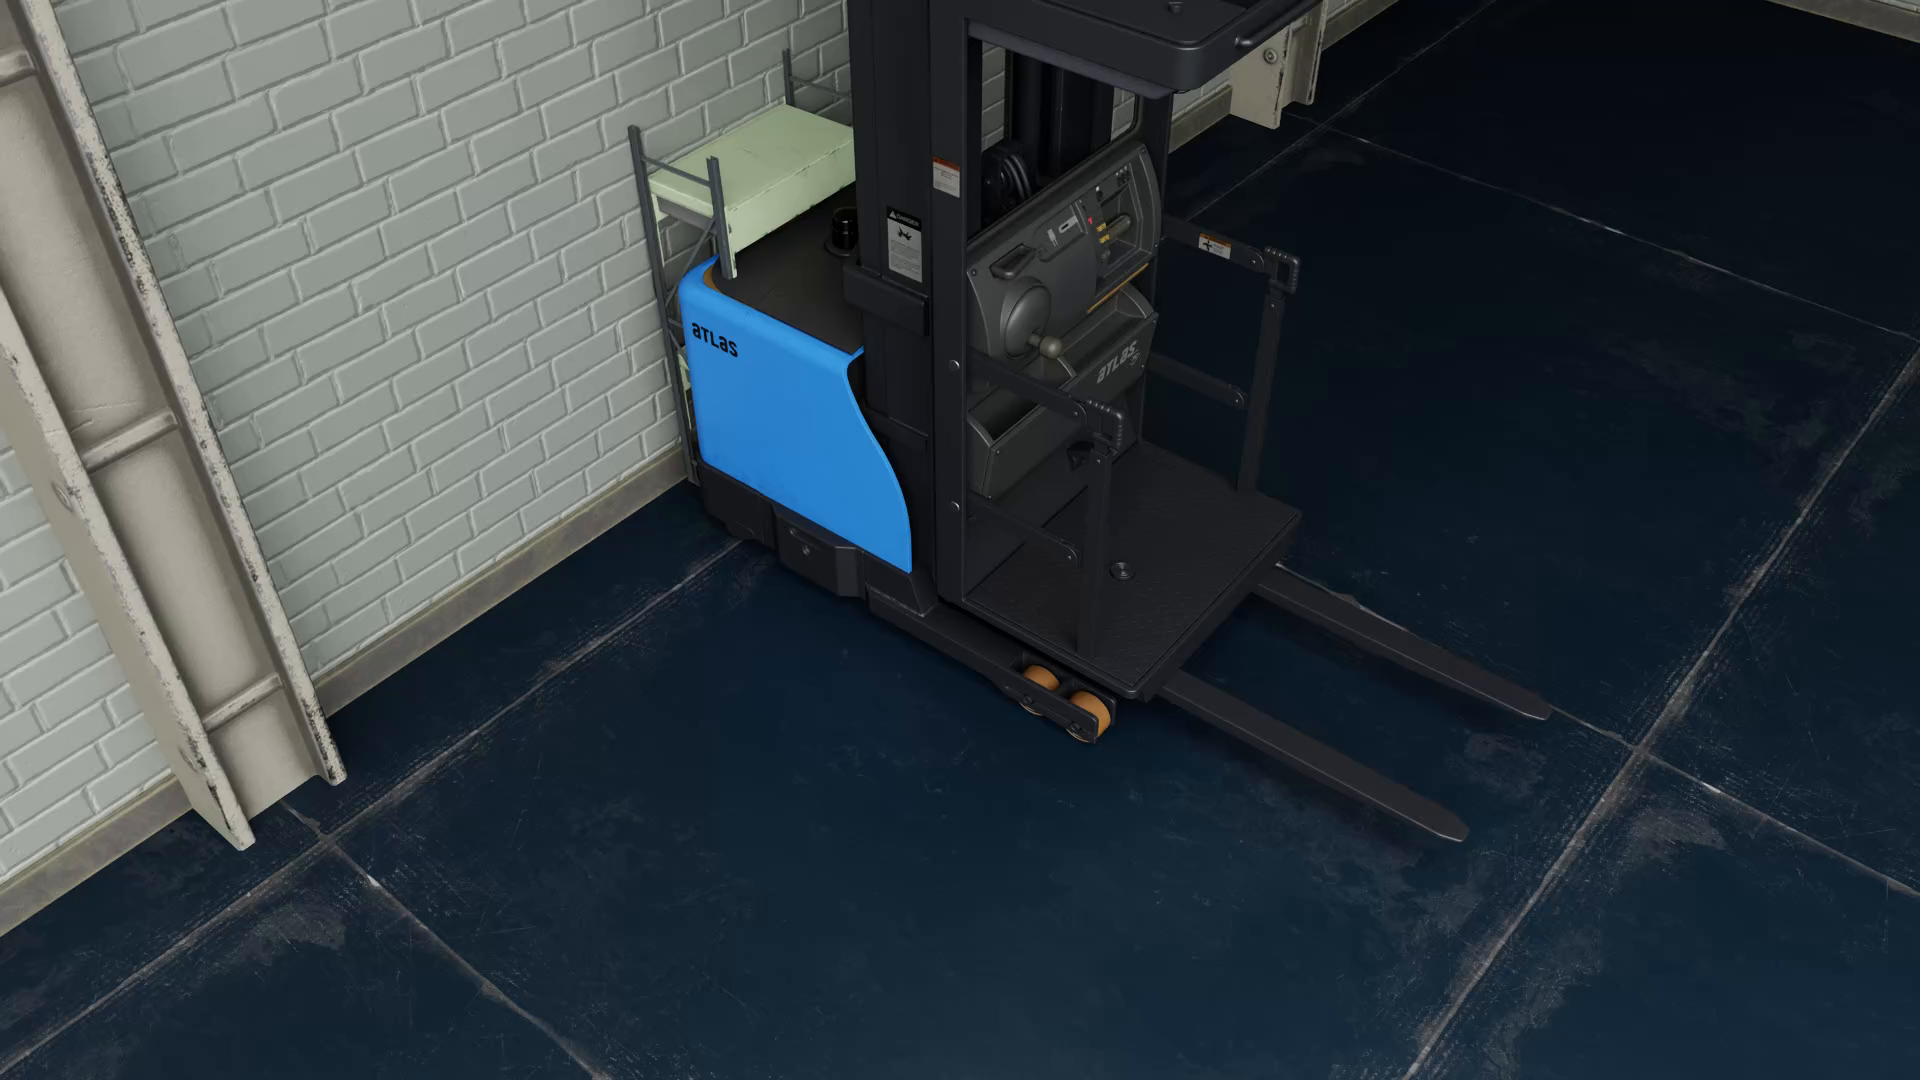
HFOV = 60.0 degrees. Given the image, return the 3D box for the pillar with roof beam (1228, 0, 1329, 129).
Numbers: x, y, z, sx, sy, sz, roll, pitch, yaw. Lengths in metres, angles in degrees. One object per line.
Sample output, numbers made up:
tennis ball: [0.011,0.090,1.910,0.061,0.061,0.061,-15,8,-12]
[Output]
pillar with roof beam: [4.925,-3.752,3.687,9.100,9.000,0.400,29,50,28]

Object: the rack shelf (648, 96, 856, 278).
rack shelf: [-0.701,-1.214,5.863,0.431,0.370,0.720,26,48,29]

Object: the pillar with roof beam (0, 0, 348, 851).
pillar with roof beam: [1.063,-0.662,0.290,9.100,9.000,0.400,29,50,28]

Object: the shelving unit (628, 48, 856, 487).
shelving unit: [-0.690,-0.919,6.118,0.431,1.500,0.755,26,48,29]

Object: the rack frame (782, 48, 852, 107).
rack frame: [-0.463,-1.111,6.332,0.400,1.500,0.023,26,48,29]

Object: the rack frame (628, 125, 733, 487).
rack frame: [-0.917,-0.727,5.905,0.400,1.500,0.023,26,48,29]

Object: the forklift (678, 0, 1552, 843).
forklift: [0.498,-0.824,4.978,3.031,2.935,1.130,28,49,27]

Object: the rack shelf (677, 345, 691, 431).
rack shelf: [-0.681,-0.672,6.331,0.431,0.370,0.720,26,48,29]
